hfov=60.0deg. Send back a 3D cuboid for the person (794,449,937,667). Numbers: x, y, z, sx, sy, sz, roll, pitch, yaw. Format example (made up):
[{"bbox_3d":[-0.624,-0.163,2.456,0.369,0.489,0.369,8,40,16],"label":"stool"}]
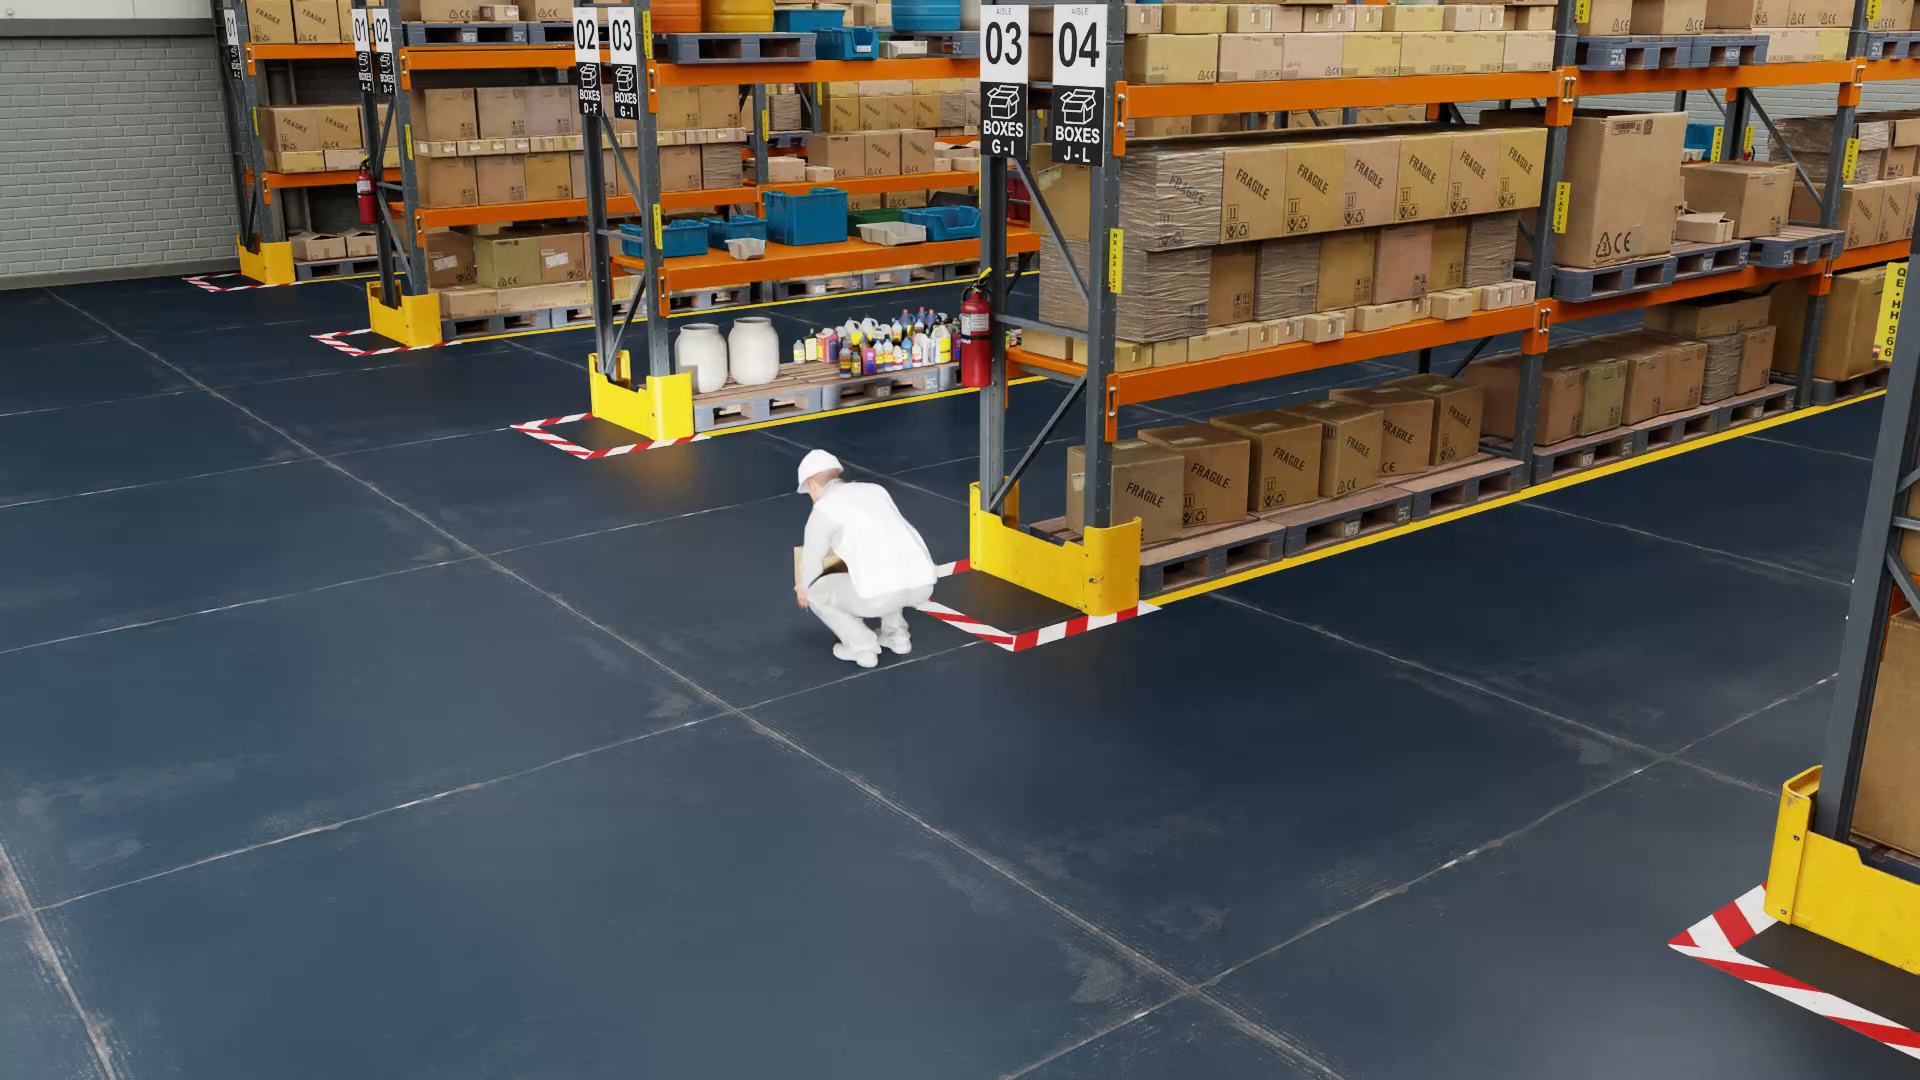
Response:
[{"bbox_3d":[-0.517,0.080,8.532,0.518,1.018,0.863,-14,22,-37],"label":"person"}]
